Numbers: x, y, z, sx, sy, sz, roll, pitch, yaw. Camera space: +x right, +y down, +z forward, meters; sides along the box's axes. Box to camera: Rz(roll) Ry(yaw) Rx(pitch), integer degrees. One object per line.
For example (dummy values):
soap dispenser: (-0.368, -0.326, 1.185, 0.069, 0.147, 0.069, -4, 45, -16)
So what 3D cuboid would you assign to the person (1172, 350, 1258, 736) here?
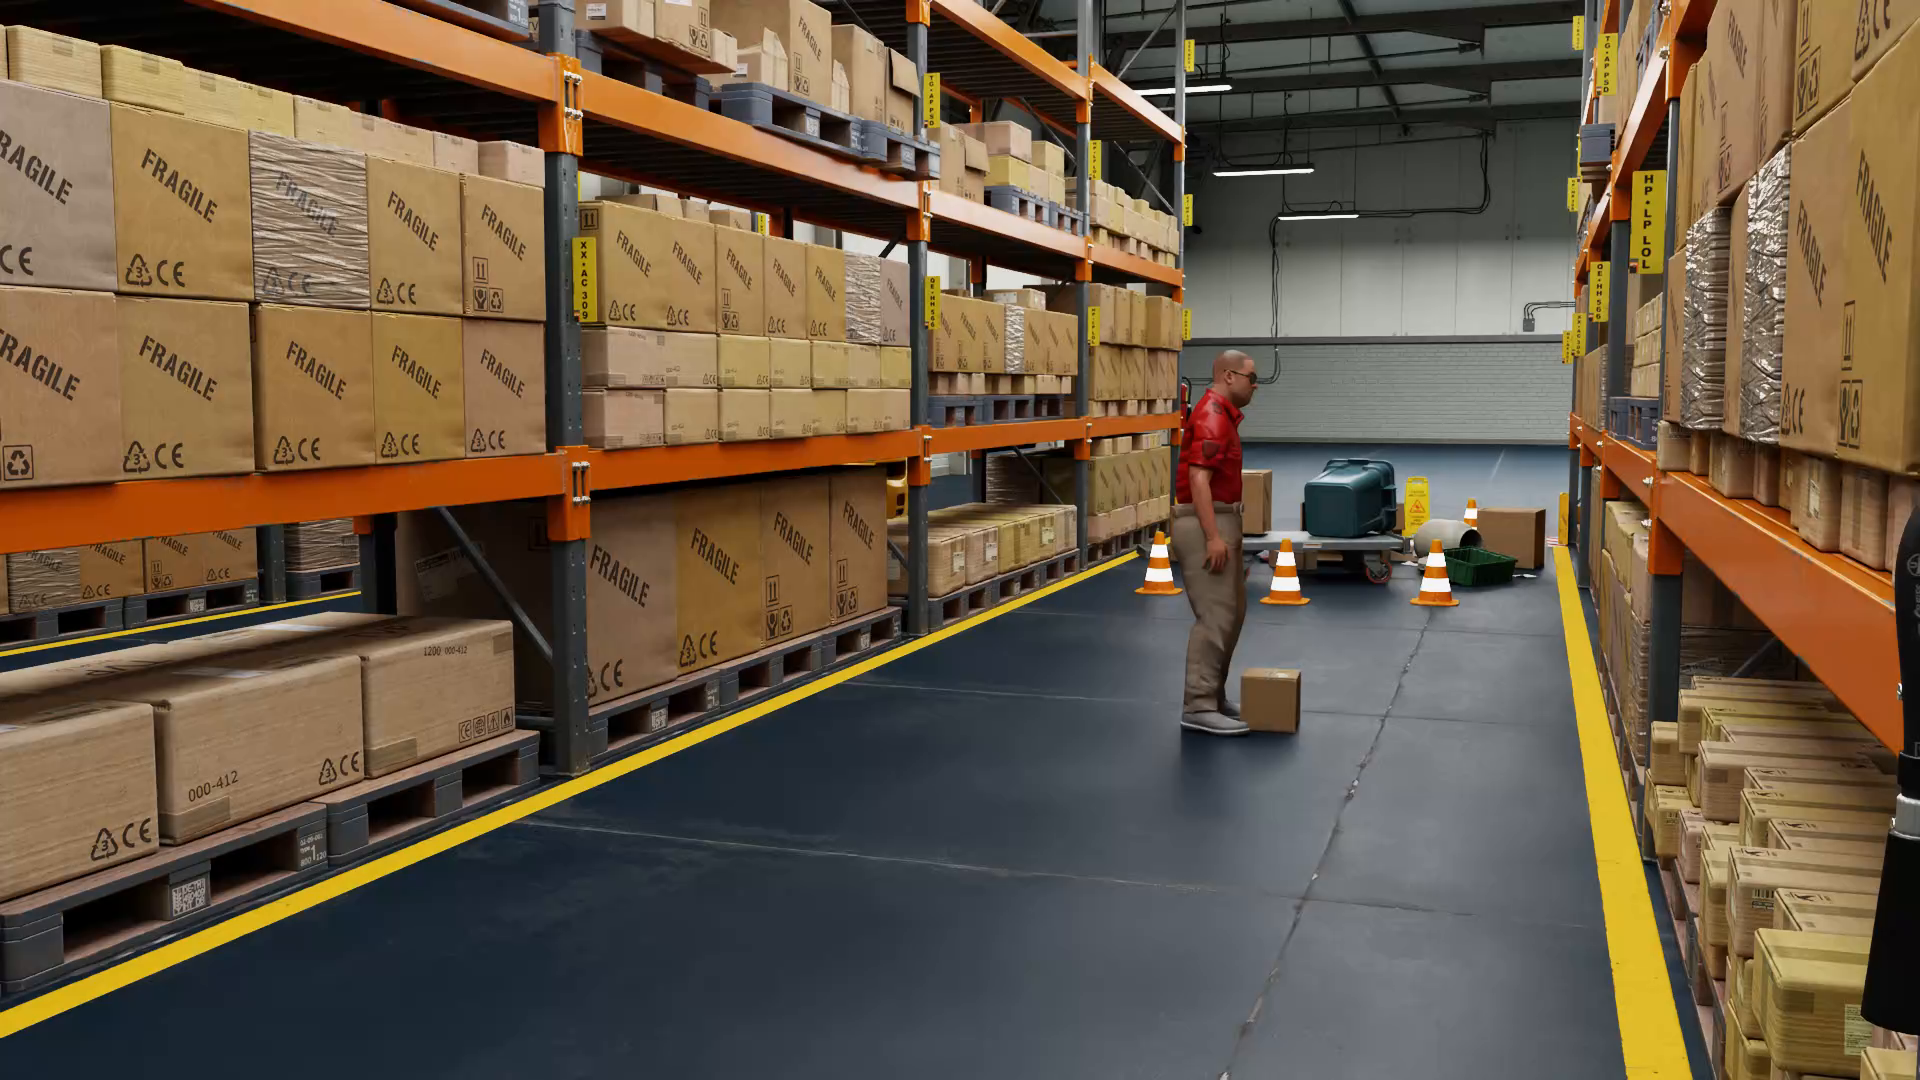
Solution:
person: (1.184, -0.008, 7.659, 0.393, 1.725, 0.595, 1, 5, 15)
